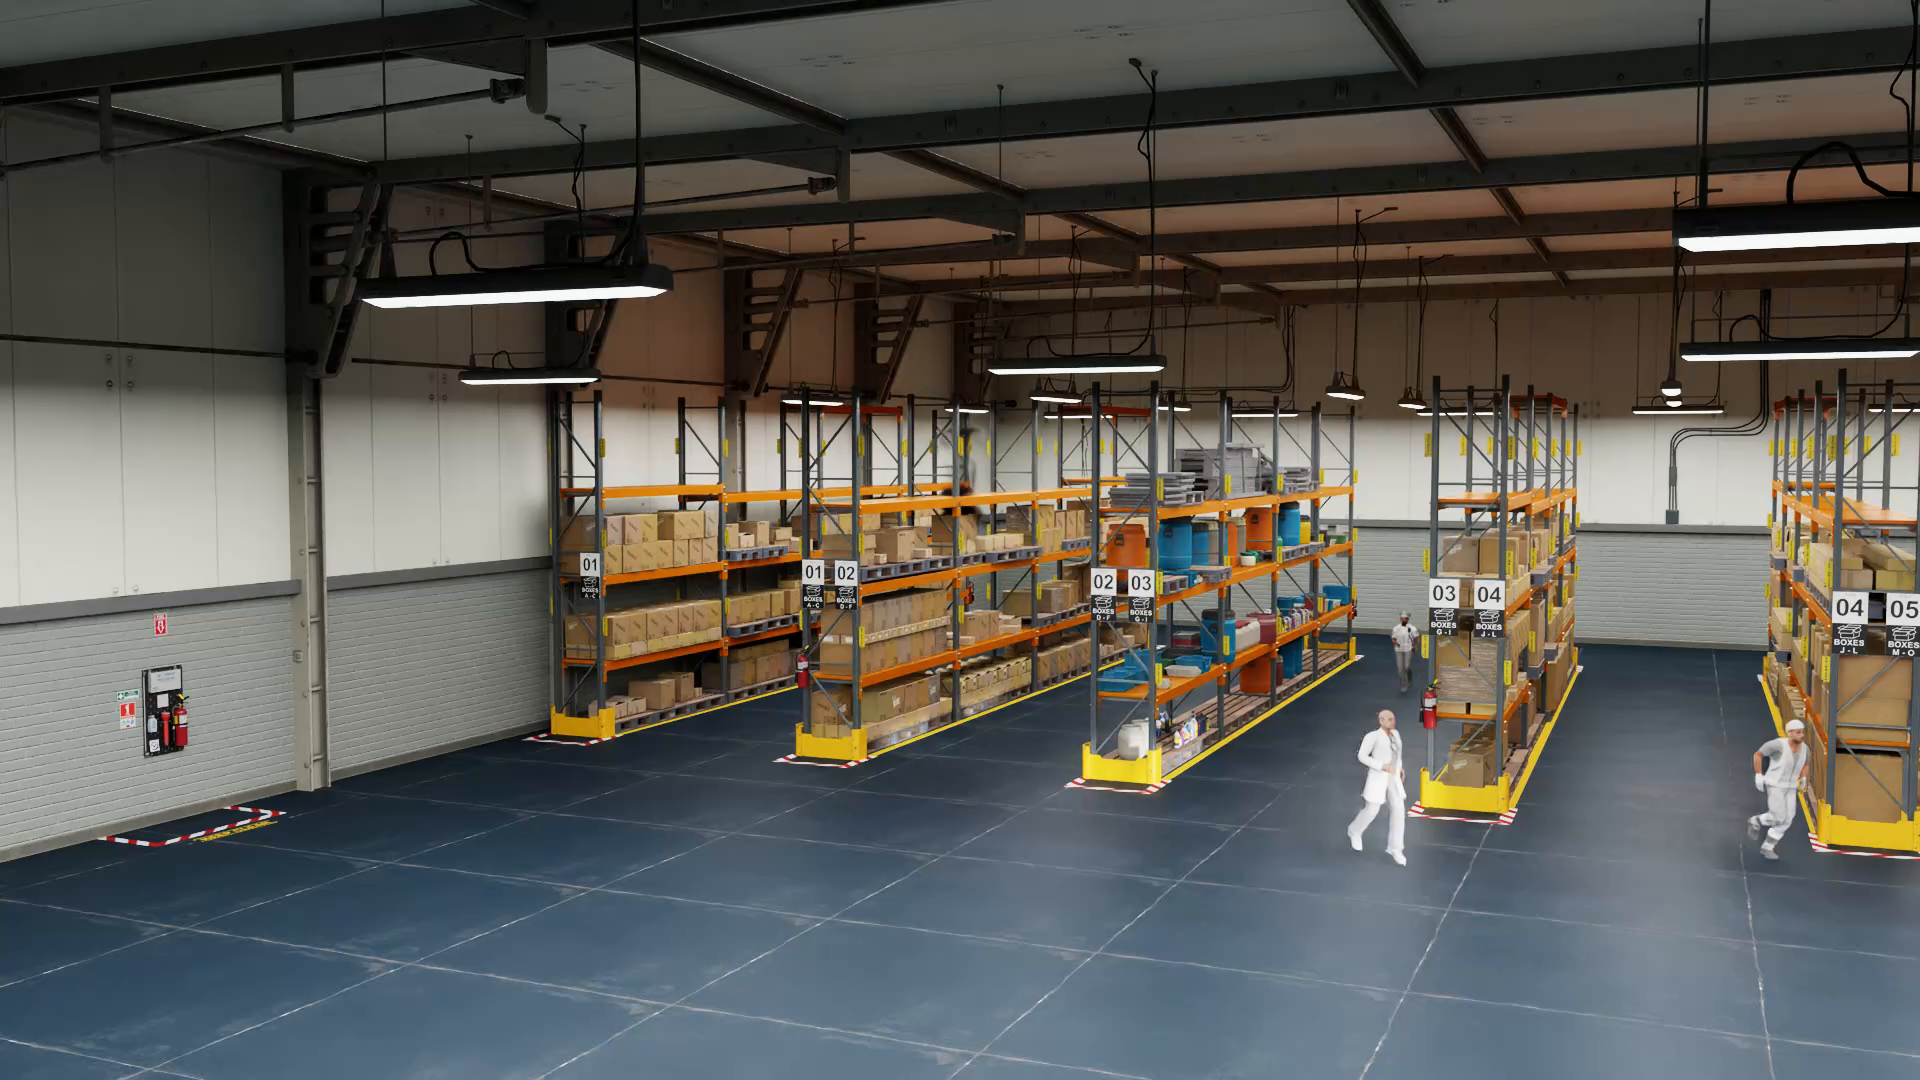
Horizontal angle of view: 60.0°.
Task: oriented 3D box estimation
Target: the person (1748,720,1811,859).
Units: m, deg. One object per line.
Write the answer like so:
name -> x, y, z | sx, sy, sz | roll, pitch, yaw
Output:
person -> 10.072, 3.030, 20.406 | 0.657, 1.719, 0.696 | -1, 3, -15

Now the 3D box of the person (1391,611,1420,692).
person -> 9.109, 2.289, 34.077 | 0.562, 1.661, 0.562 | 1, 3, 24

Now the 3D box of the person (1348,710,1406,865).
person -> 5.191, 2.984, 20.370 | 0.750, 1.801, 1.012 | -1, 3, -24
